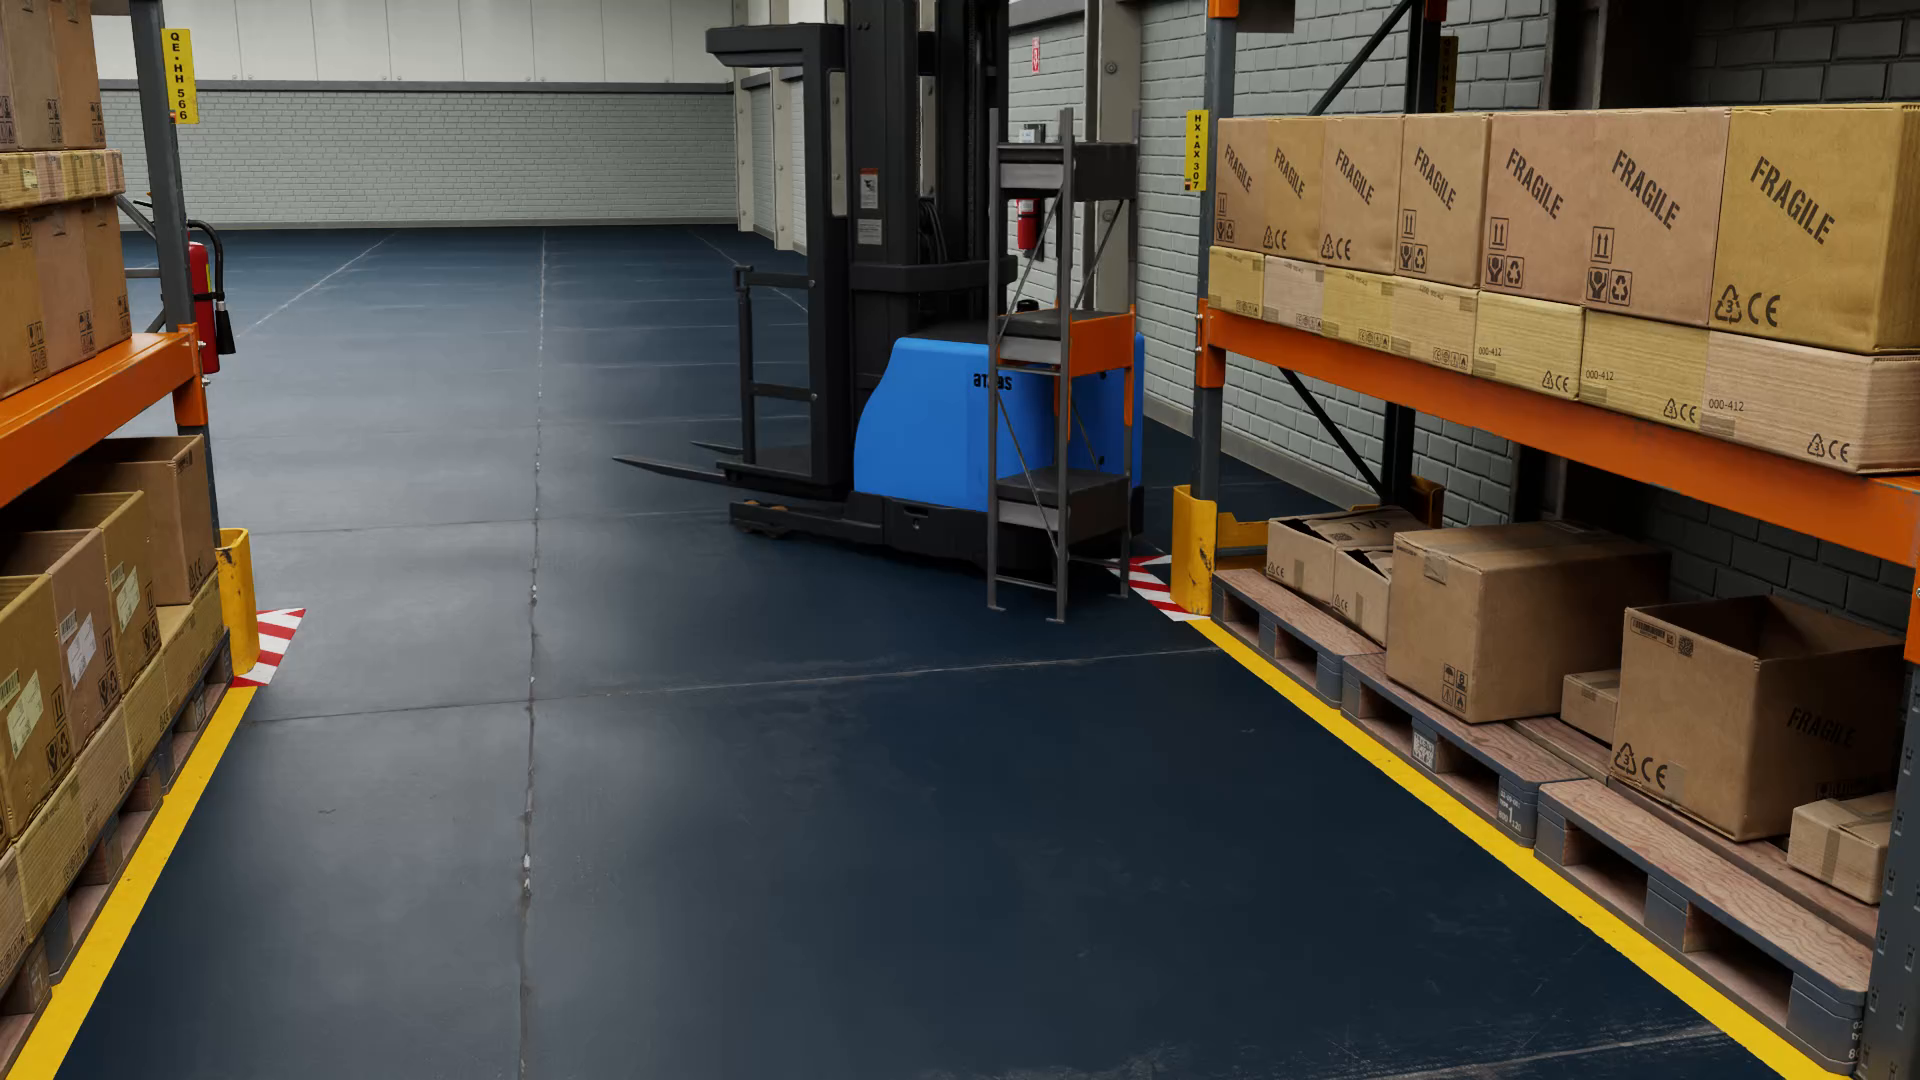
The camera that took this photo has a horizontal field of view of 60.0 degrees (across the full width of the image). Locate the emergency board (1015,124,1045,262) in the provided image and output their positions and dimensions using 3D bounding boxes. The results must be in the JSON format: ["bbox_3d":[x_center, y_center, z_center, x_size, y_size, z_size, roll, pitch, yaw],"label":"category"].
[{"bbox_3d":[0.561,-3.063,14.645,0.194,1.169,0.643,-3,14,-13],"label":"emergency board"}]

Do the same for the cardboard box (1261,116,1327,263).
[{"bbox_3d":[1.434,-1.280,6.039,0.500,0.500,0.500,-3,14,-13],"label":"cardboard box"}]

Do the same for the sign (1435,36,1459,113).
[{"bbox_3d":[2.052,-1.962,7.034,0.100,0.325,0.005,-3,14,-13],"label":"sign"}]

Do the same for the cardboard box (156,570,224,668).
[{"bbox_3d":[-2.893,0.296,5.805,0.500,0.250,0.500,-3,14,-13],"label":"cardboard box"}]

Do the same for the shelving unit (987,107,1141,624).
[{"bbox_3d":[0.433,-0.742,7.038,0.431,2.100,0.503,11,17,37],"label":"shelving unit"}]

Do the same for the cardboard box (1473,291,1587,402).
[{"bbox_3d":[1.800,-0.557,4.661,0.500,0.250,0.500,-3,14,-13],"label":"cardboard box"}]

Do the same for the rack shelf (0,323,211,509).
[{"bbox_3d":[-2.836,-0.132,4.164,1.077,0.370,4.000,-3,14,-13],"label":"rack shelf"}]

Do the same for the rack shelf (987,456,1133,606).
[{"bbox_3d":[0.433,-0.048,7.208,0.431,0.518,0.480,11,17,37],"label":"rack shelf"}]

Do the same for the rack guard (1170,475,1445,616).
[{"bbox_3d":[1.526,0.012,7.326,1.175,0.500,0.348,-3,14,-13],"label":"rack guard"}]

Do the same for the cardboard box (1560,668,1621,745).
[{"bbox_3d":[2.091,0.504,5.125,0.380,0.149,0.250,-4,14,-18],"label":"cardboard box"}]

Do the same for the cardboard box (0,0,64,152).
[{"bbox_3d":[-3.068,-1.380,4.812,0.700,0.500,0.500,-4,14,-15],"label":"cardboard box"}]

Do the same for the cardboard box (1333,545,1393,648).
[{"bbox_3d":[1.717,0.168,6.156,0.500,0.311,0.500,-2,14,-9],"label":"cardboard box"}]

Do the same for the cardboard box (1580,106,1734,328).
[{"bbox_3d":[1.913,-0.805,4.096,0.500,0.500,0.500,-3,14,-14],"label":"cardboard box"}]

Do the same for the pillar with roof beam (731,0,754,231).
[{"bbox_3d":[-8.717,-10.702,33.271,9.100,9.000,0.400,-3,14,-13],"label":"pillar with roof beam"}]

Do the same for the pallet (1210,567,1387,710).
[{"bbox_3d":[1.682,0.341,6.585,1.003,0.211,1.213,-3,14,-13],"label":"pallet"}]

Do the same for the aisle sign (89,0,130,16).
[{"bbox_3d":[-3.036,-2.238,5.788,0.394,0.787,0.004,-3,14,-13],"label":"aisle sign"}]

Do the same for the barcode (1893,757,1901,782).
[{"bbox_3d":[2.540,0.626,4.473,0.001,0.075,0.075,-3,14,-13],"label":"barcode"}]

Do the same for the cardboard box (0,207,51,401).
[{"bbox_3d":[-2.970,-0.648,4.547,0.700,0.500,0.500,-3,14,-13],"label":"cardboard box"}]

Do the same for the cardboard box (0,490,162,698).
[{"bbox_3d":[-2.642,0.161,4.775,0.500,0.500,0.500,-3,14,-13],"label":"cardboard box"}]

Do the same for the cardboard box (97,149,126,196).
[{"bbox_3d":[-3.031,-1.229,5.561,0.380,0.149,0.250,-4,14,-14],"label":"cardboard box"}]

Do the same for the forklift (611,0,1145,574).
[{"bbox_3d":[-0.568,-1.522,8.481,3.031,2.935,1.130,10,17,36],"label":"forklift"}]

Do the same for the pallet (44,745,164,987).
[{"bbox_3d":[-2.803,0.866,4.436,1.003,0.211,1.213,-3,14,-13],"label":"pallet"}]

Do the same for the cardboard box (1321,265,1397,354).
[{"bbox_3d":[1.564,-0.790,5.614,0.500,0.250,0.500,-4,14,-14],"label":"cardboard box"}]

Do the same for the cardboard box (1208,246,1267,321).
[{"bbox_3d":[1.314,-1.027,6.583,0.500,0.250,0.500,-4,14,-15],"label":"cardboard box"}]

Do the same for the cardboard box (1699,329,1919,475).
[{"bbox_3d":[2.042,-0.327,3.717,0.500,0.250,0.500,-3,14,-13],"label":"cardboard box"}]

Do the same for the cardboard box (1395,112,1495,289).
[{"bbox_3d":[1.683,-1.042,5.065,0.500,0.500,0.500,-3,14,-11],"label":"cardboard box"}]

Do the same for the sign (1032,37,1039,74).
[{"bbox_3d":[0.656,-4.197,14.400,0.001,0.298,0.199,-3,14,-13],"label":"sign"}]

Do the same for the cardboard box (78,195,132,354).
[{"bbox_3d":[-3.209,-0.883,5.512,0.700,0.500,0.500,-3,14,-13],"label":"cardboard box"}]

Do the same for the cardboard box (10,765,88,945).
[{"bbox_3d":[-2.406,0.756,3.920,0.500,0.250,0.500,-3,14,-13],"label":"cardboard box"}]

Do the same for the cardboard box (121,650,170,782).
[{"bbox_3d":[-2.645,0.526,4.864,0.500,0.250,0.500,-3,14,-13],"label":"cardboard box"}]

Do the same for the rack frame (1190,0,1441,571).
[{"bbox_3d":[1.508,-1.220,7.101,1.000,3.000,0.127,-3,14,-13],"label":"rack frame"}]

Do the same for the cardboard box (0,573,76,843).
[{"bbox_3d":[-2.406,0.392,3.831,0.500,0.500,0.500,-3,14,-13],"label":"cardboard box"}]

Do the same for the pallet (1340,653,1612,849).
[{"bbox_3d":[1.965,0.622,5.435,1.003,0.211,1.213,-3,14,-13],"label":"pallet"}]

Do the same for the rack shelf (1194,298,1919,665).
[{"bbox_3d":[1.978,-0.409,5.298,1.077,0.370,4.000,-3,14,-13],"label":"rack shelf"}]

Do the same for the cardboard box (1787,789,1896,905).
[{"bbox_3d":[2.293,0.744,4.106,0.380,0.166,0.250,-5,15,-21],"label":"cardboard box"}]

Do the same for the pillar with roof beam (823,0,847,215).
[{"bbox_3d":[-5.899,-7.934,21.940,9.100,9.000,0.400,-3,14,-13],"label":"pillar with roof beam"}]

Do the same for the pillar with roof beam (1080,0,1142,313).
[{"bbox_3d":[-3.080,-5.165,10.609,9.100,9.000,0.400,-3,14,-13],"label":"pillar with roof beam"}]

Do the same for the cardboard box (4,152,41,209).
[{"bbox_3d":[-2.789,-0.991,4.587,0.380,0.149,0.250,-3,14,-11],"label":"cardboard box"}]

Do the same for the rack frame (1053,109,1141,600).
[{"bbox_3d":[0.585,-0.787,7.224,0.400,2.100,0.015,11,17,37],"label":"rack frame"}]

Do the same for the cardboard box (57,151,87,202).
[{"bbox_3d":[-2.908,-1.110,5.073,0.380,0.149,0.250,-3,14,-14],"label":"cardboard box"}]
